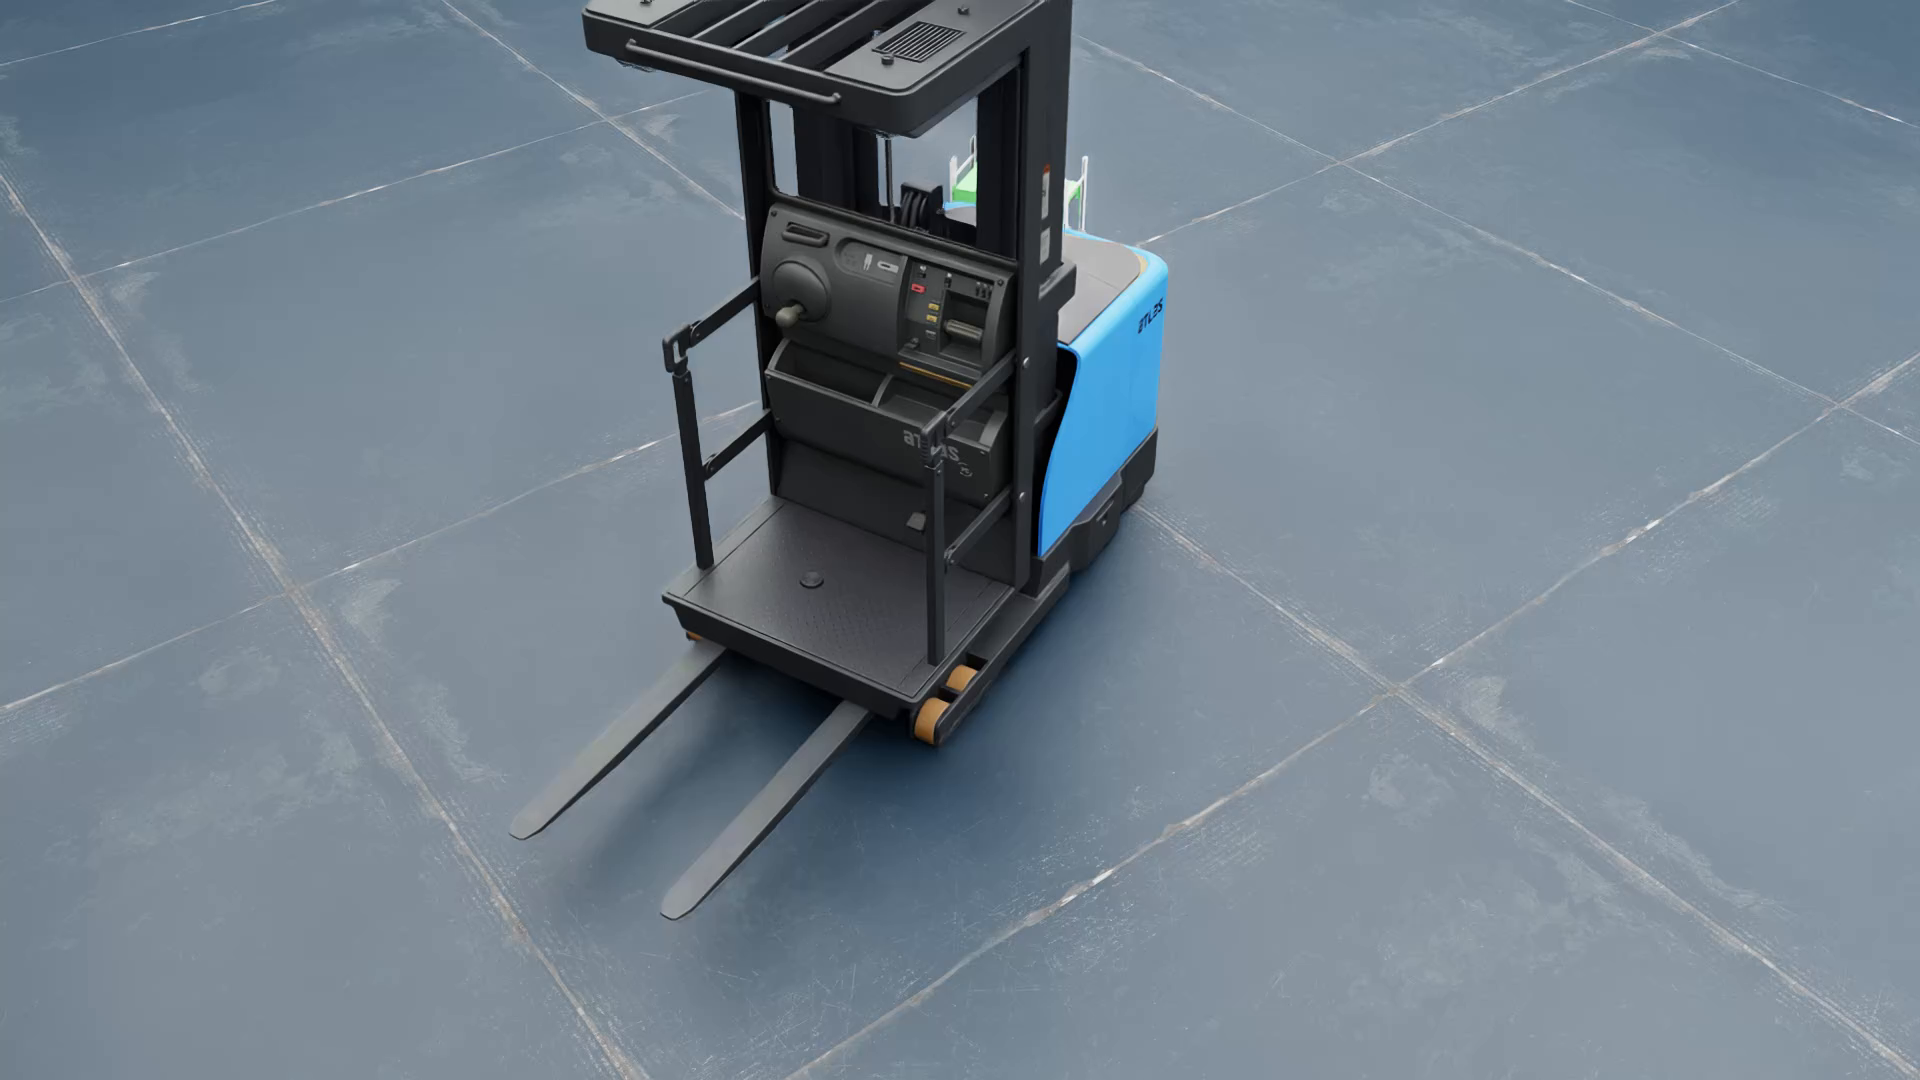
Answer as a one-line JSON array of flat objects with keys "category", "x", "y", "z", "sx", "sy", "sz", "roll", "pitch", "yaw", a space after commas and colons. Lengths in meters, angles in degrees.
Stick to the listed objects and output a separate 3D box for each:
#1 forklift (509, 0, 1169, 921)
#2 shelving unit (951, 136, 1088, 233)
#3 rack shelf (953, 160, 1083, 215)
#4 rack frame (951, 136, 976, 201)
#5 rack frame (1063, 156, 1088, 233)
[{"category": "forklift", "x": -0.369, "y": -0.748, "z": 5.351, "sx": 1.130, "sy": 2.935, "sz": 3.031, "roll": 21, "pitch": 44, "yaw": 23}, {"category": "shelving unit", "x": 0.240, "y": -1.083, "z": 7.124, "sx": 0.503, "sy": 1.200, "sz": 0.258, "roll": 15, "pitch": 41, "yaw": 17}, {"category": "rack shelf", "x": 0.240, "y": -1.406, "z": 6.861, "sx": 0.480, "sy": 0.148, "sz": 0.258, "roll": 15, "pitch": 41, "yaw": 17}, {"category": "rack frame", "x": 0.015, "y": -1.143, "z": 7.197, "sx": 0.015, "sy": 1.200, "sz": 0.240, "roll": 15, "pitch": 41, "yaw": 17}, {"category": "rack frame", "x": 0.465, "y": -1.024, "z": 7.051, "sx": 0.015, "sy": 1.200, "sz": 0.240, "roll": 15, "pitch": 41, "yaw": 17}]
